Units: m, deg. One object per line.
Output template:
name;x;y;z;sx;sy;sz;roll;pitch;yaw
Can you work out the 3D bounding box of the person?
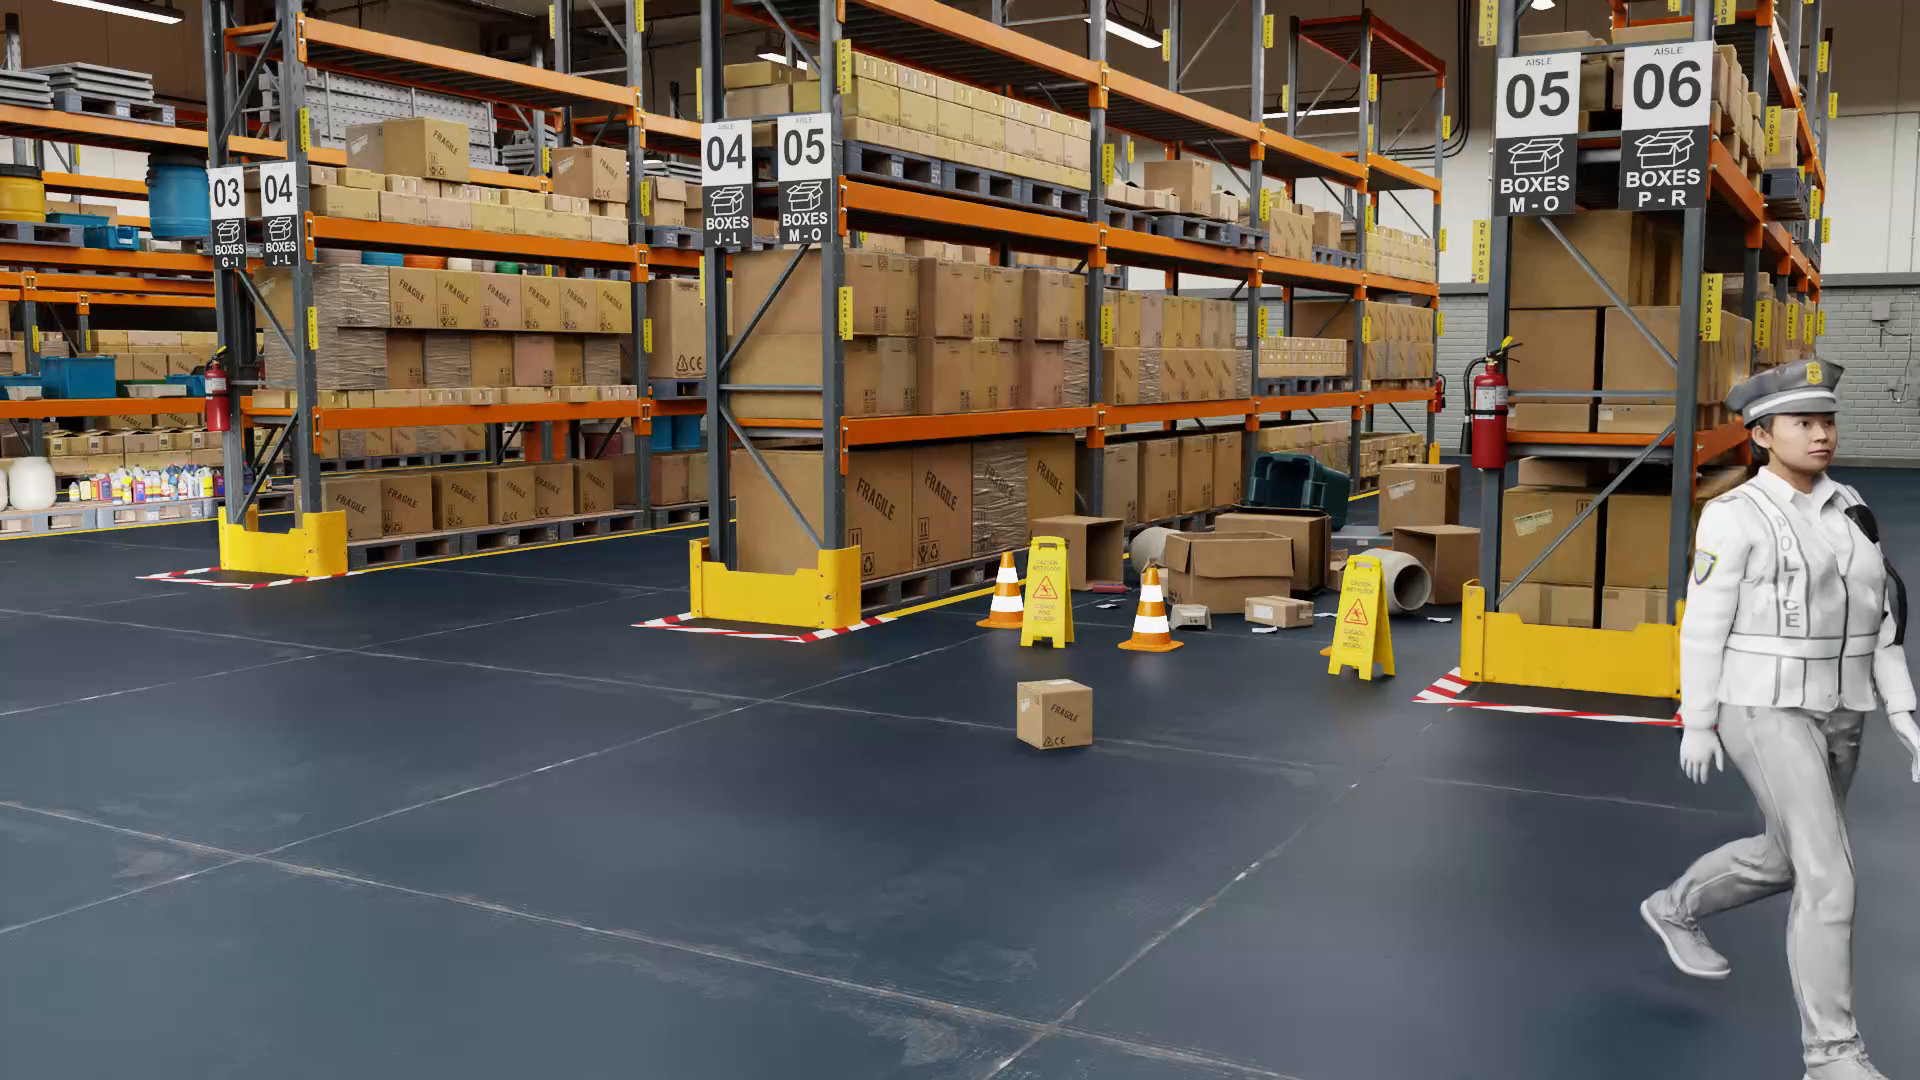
person;1.949;0.396;3.930;0.477;1.646;0.955;-2;6;-21
